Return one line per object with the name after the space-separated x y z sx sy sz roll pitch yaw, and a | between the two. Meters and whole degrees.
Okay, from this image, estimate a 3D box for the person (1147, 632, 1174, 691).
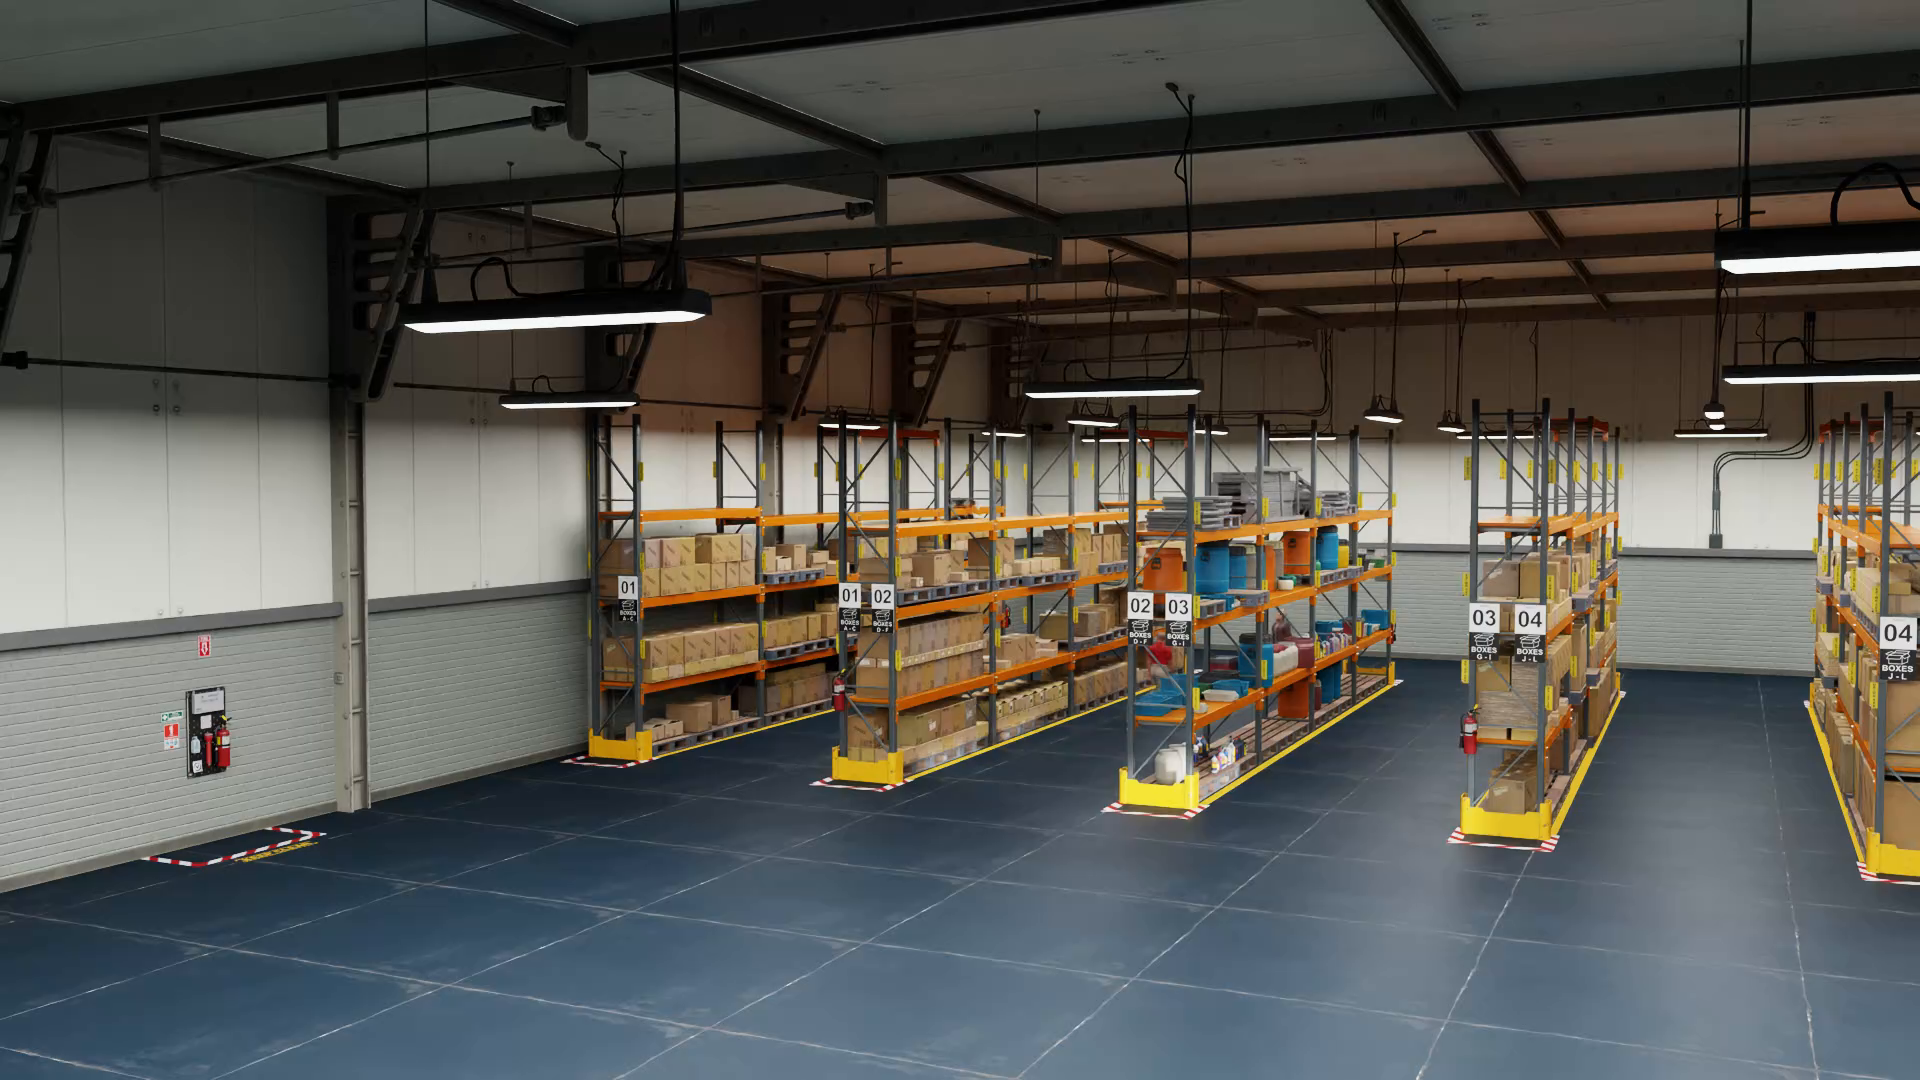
4.136 2.744 34.014 0.499 1.756 0.525 -1 3 -25 | person

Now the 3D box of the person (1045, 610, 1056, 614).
2.064 2.506 38.925 0.456 1.781 0.659 0 2 5 | person

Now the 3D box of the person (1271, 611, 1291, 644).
7.391 2.523 38.796 0.694 1.733 1.037 1 3 30 | person
